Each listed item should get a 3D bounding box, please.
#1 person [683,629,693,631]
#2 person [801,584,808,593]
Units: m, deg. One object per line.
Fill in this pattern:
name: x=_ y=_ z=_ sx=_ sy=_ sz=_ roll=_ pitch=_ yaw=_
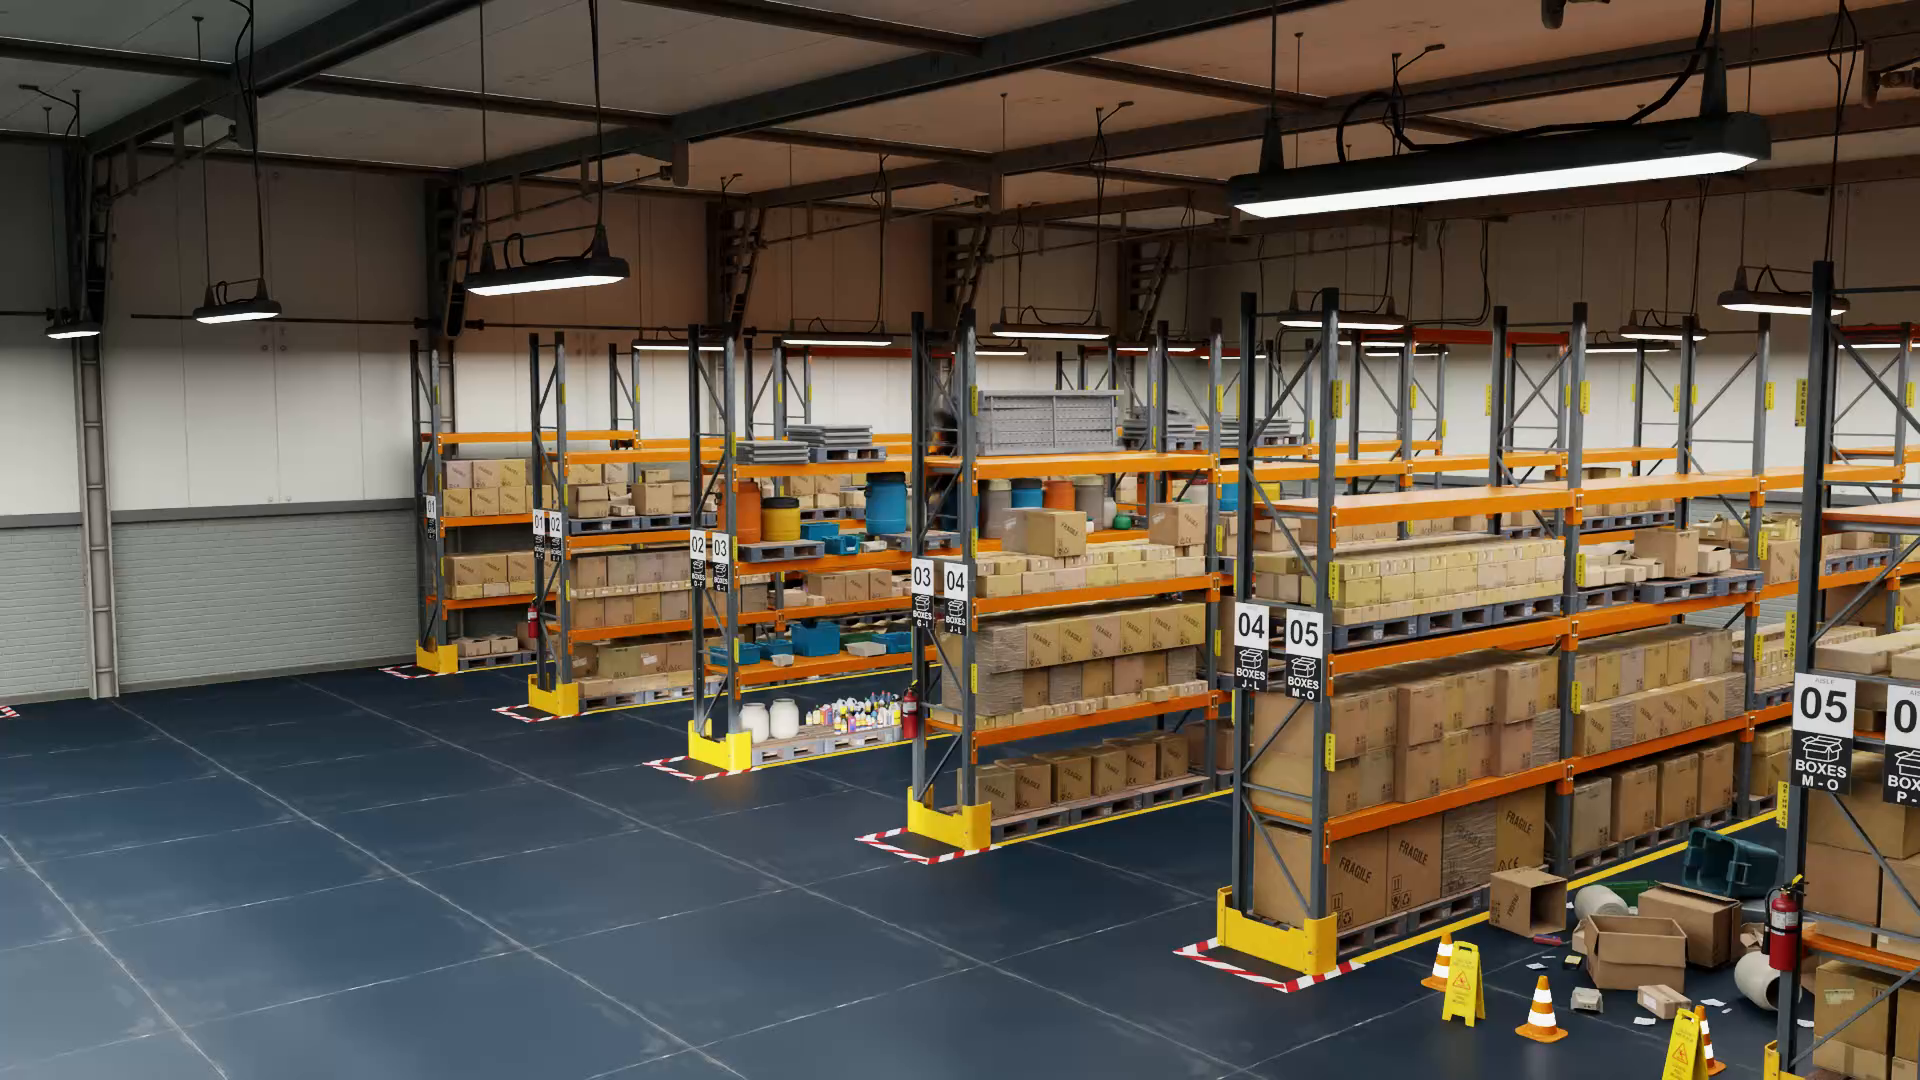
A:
person: x=-5.079 y=1.497 z=31.308 sx=0.519 sy=1.583 sz=0.840 roll=4 pitch=7 yaw=37
person: x=-2.856 y=1.120 z=31.640 sx=0.434 sy=0.579 sz=0.508 roll=-4 pitch=7 yaw=-39
